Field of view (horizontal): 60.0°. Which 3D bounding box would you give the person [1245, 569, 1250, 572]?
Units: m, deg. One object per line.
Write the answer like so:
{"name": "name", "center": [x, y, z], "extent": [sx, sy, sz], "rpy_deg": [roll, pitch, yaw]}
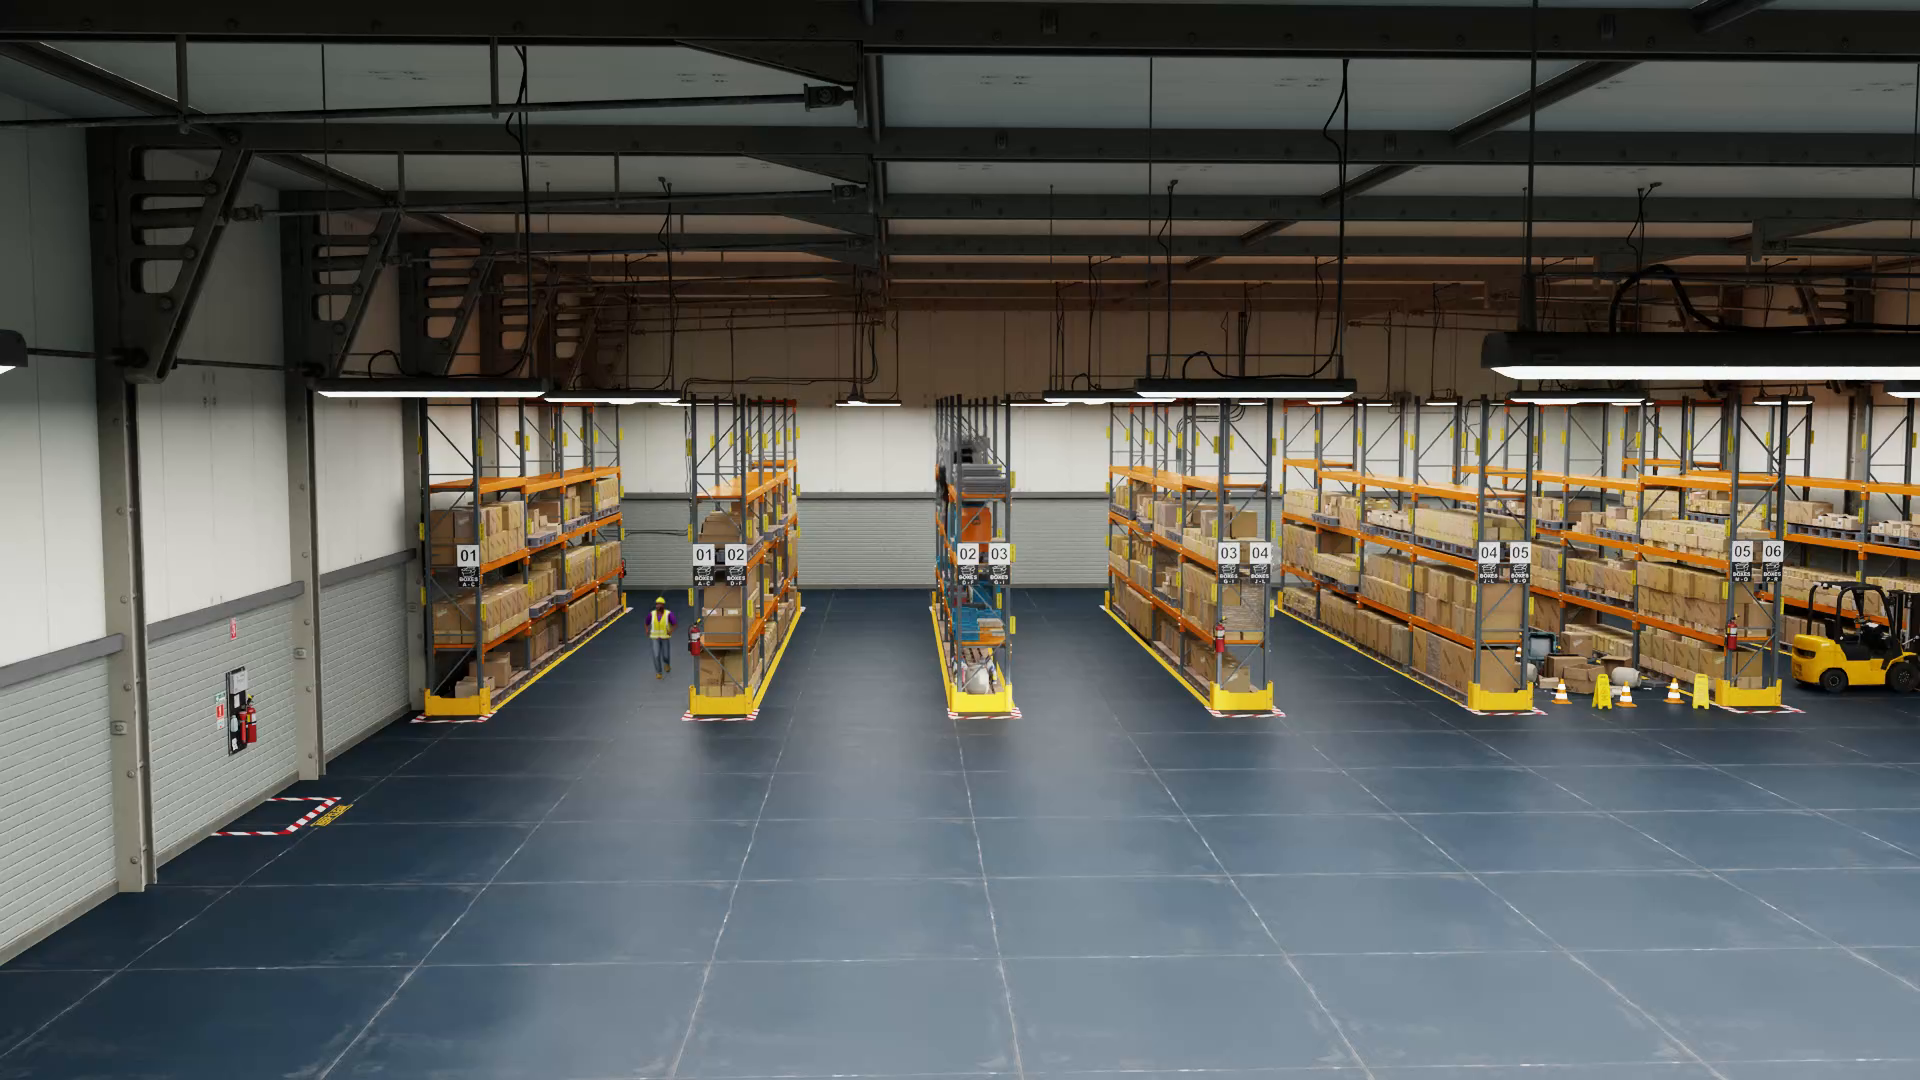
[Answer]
{"name": "person", "center": [8.461, 1.075, 48.237], "extent": [0.694, 1.786, 0.689], "rpy_deg": [-4, 6, -42]}

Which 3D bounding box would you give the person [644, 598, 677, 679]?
{"name": "person", "center": [-6.374, 2.081, 35.367], "extent": [0.705, 1.723, 0.703], "rpy_deg": [0, 5, -3]}
